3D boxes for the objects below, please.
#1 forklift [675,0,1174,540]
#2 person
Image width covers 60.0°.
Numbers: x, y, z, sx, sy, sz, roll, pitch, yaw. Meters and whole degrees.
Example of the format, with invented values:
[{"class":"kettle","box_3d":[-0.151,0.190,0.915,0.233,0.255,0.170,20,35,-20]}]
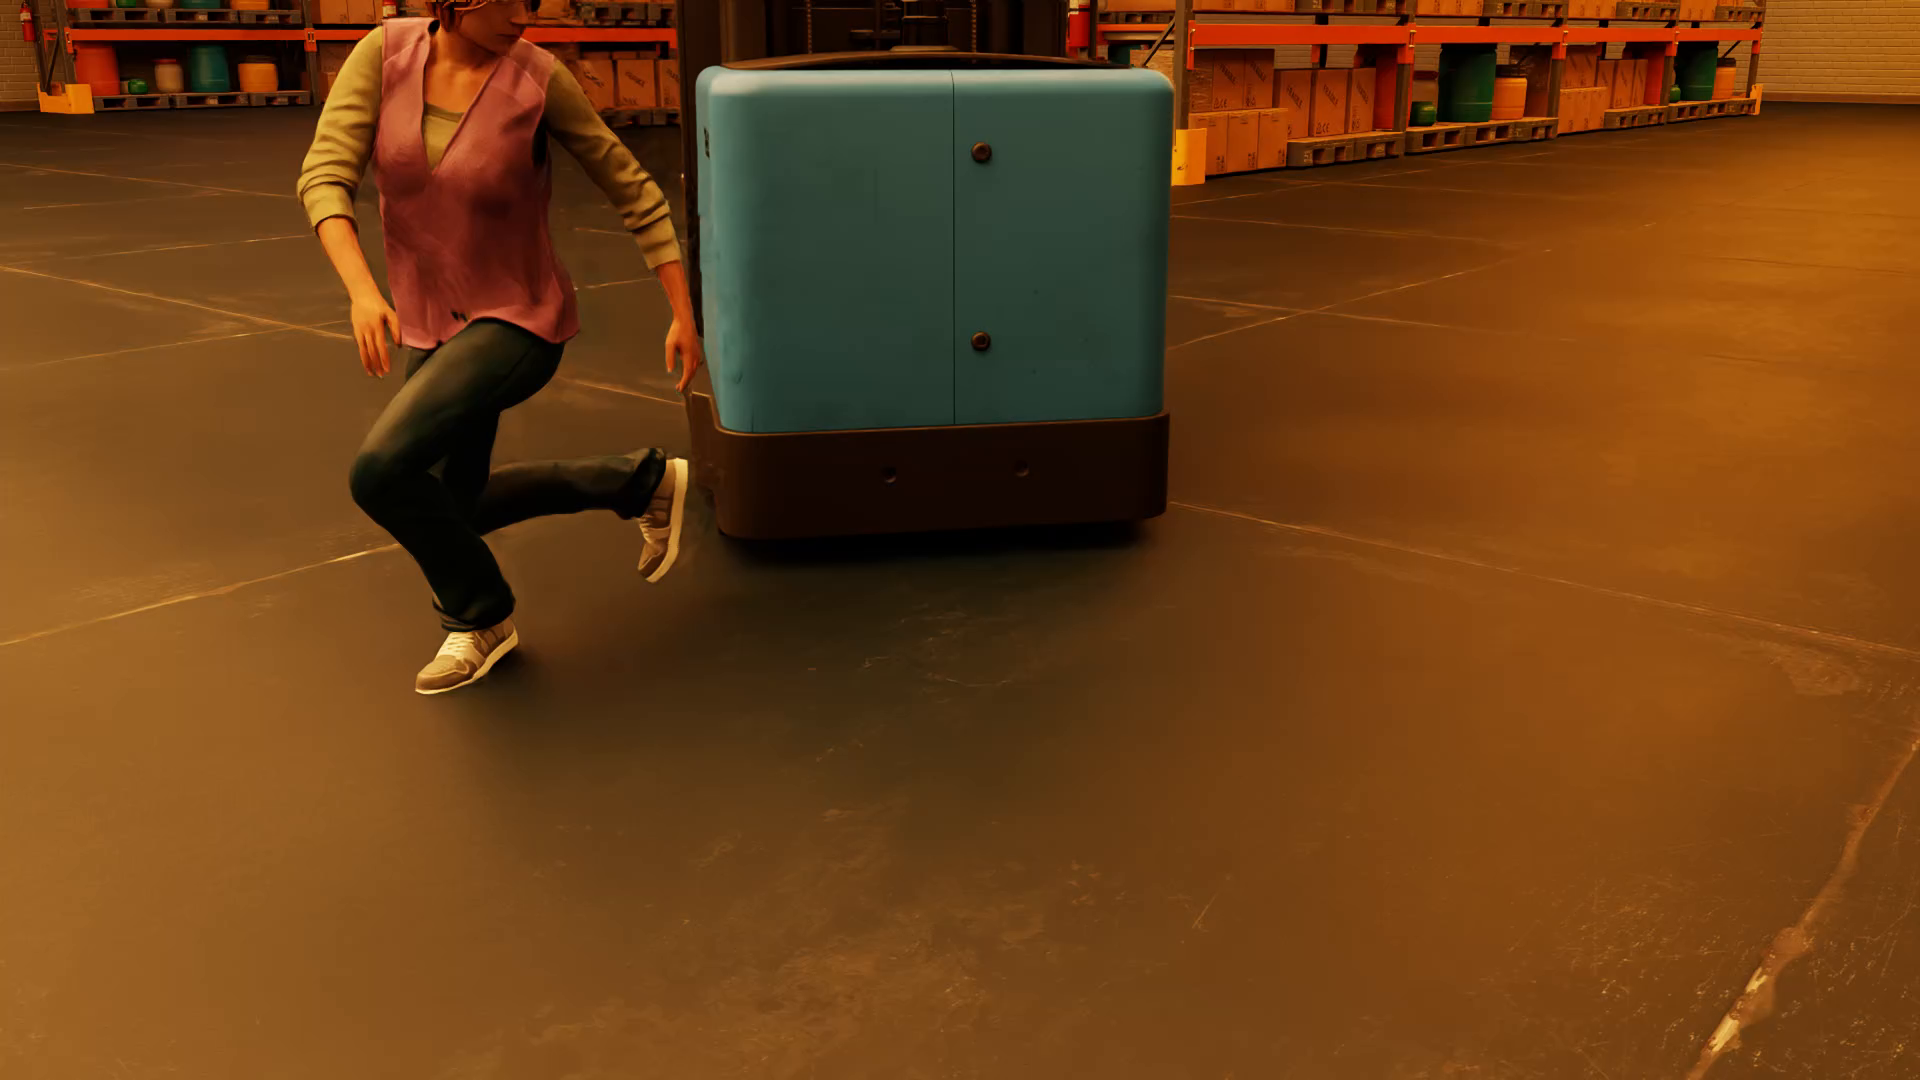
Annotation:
[{"class":"forklift","box_3d":[-0.290,-1.788,4.787,1.130,2.935,3.031,-3,17,-10]},{"class":"person","box_3d":[-0.801,-0.416,3.038,0.539,1.371,0.811,9,19,28]}]
